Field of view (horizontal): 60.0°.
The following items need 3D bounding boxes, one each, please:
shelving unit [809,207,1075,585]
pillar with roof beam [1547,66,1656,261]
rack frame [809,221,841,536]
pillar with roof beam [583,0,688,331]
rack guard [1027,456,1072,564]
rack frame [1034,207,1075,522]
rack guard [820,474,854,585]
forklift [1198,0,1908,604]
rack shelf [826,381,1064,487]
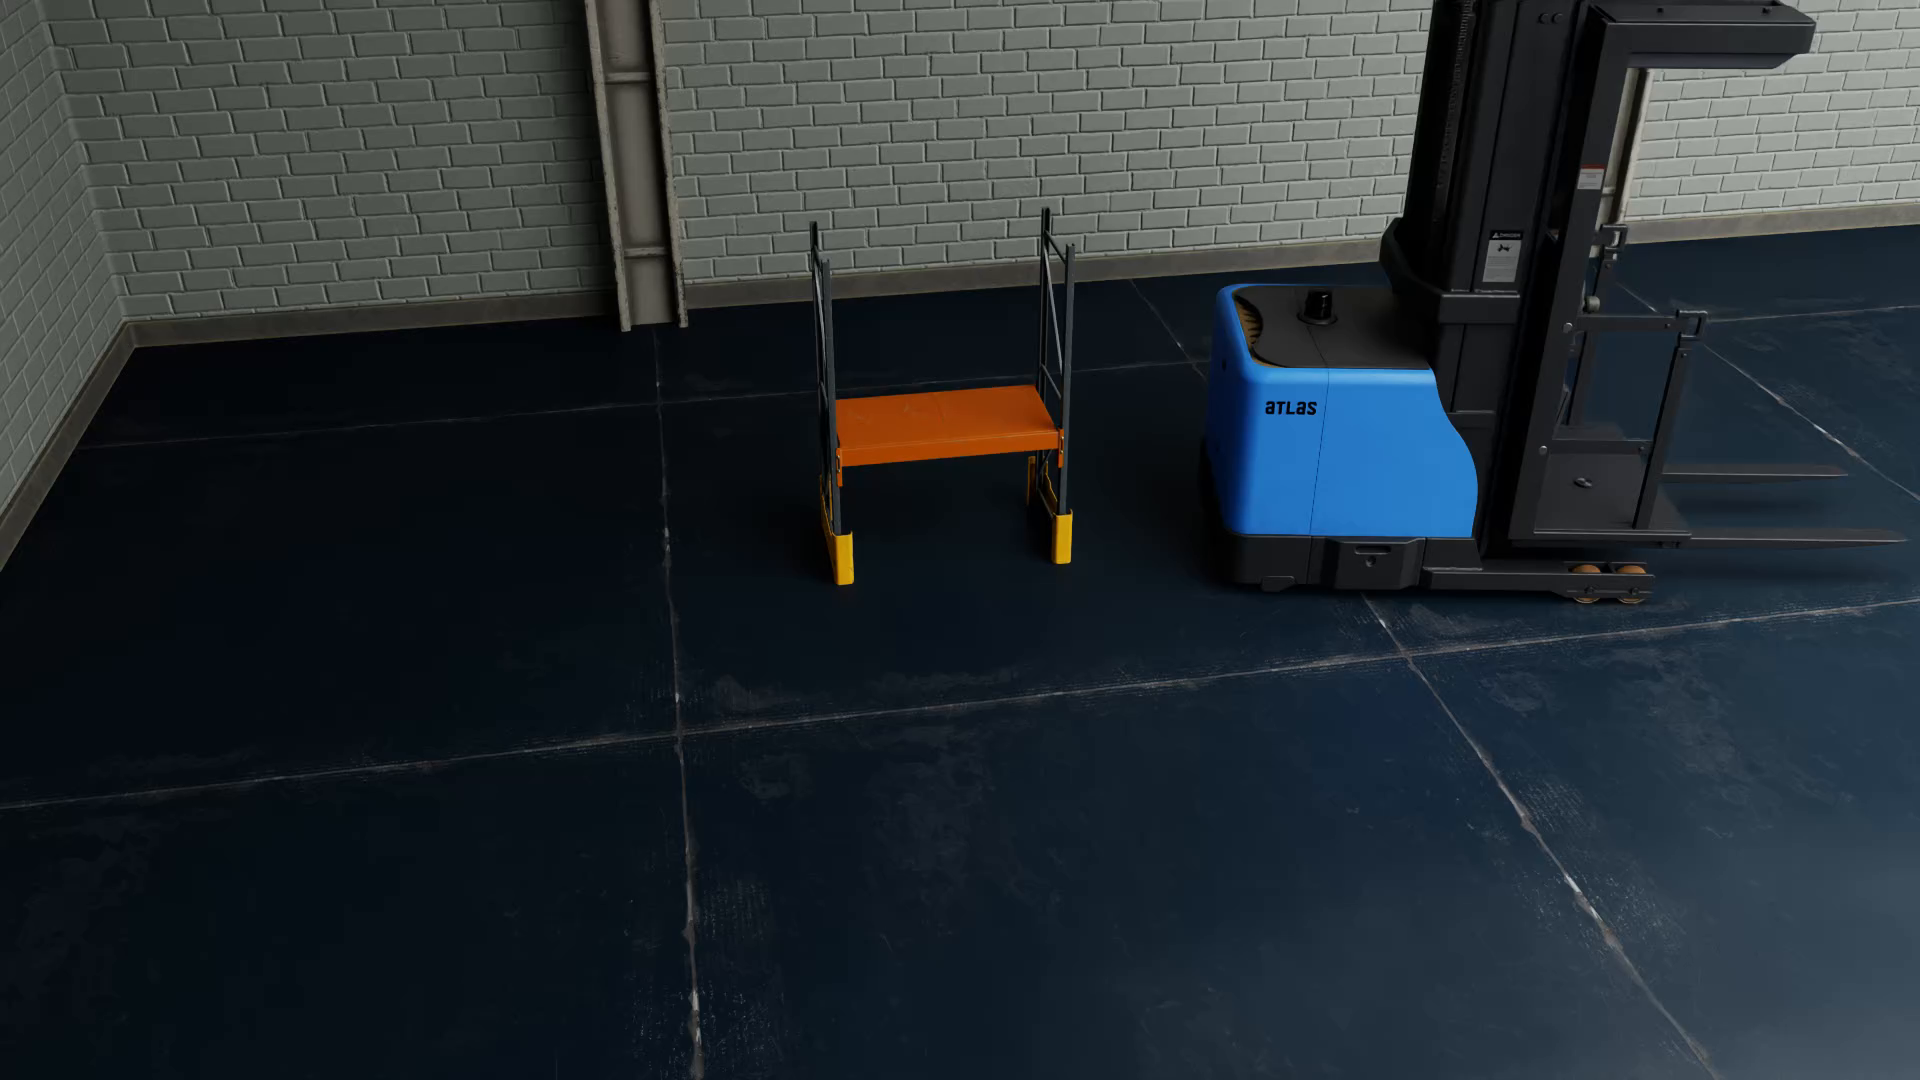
[{"bbox_3d":[-0.075,-0.640,7.358,1.083,1.500,0.587,-5,31,-9],"label":"shelving unit"},{"bbox_3d":[4.835,-3.610,5.012,0.400,9.000,9.100,-5,31,-9],"label":"pillar with roof beam"},{"bbox_3d":[-0.584,-0.592,7.278,0.032,1.500,0.500,-5,31,-9],"label":"rack frame"},{"bbox_3d":[-1.067,-3.063,4.080,0.400,9.000,9.100,-5,31,-9],"label":"pillar with roof beam"},{"bbox_3d":[0.415,-0.146,7.752,0.087,0.250,0.587,-5,31,-9],"label":"rack guard"},{"bbox_3d":[0.416,-0.685,7.436,0.032,1.500,0.500,-5,31,-9],"label":"rack frame"},{"bbox_3d":[-0.565,-0.055,7.597,0.087,0.250,0.587,-5,31,-9],"label":"rack guard"},{"bbox_3d":[2.664,-1.259,6.999,3.031,2.935,1.130,1,30,1],"label":"forklift"},{"bbox_3d":[-0.084,-0.484,7.448,1.000,0.185,0.538,-5,31,-9],"label":"rack shelf"}]
